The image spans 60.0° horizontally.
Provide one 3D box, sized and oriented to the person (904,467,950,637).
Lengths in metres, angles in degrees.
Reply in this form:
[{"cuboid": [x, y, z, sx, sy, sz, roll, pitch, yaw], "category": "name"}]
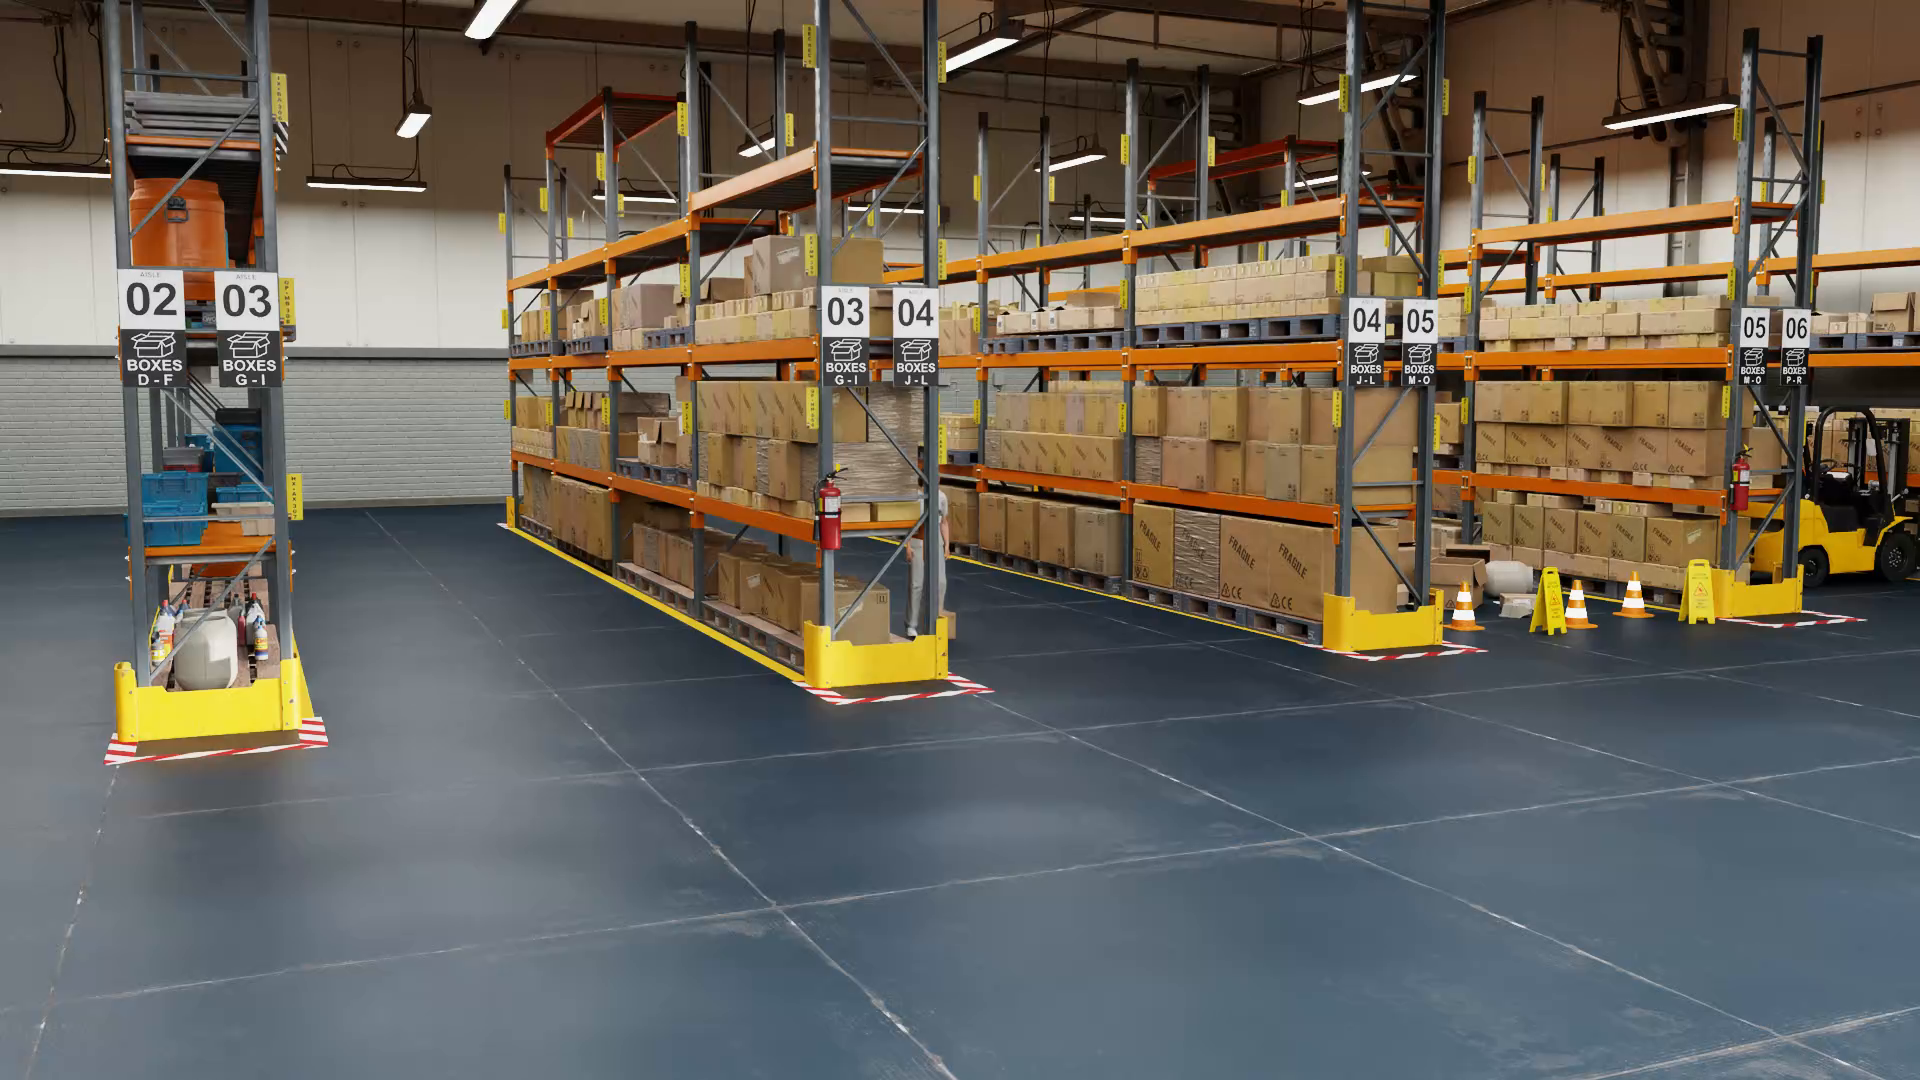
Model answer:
[{"cuboid": [-0.319, 0.087, 16.082, 0.495, 1.668, 0.364, -3, 6, -26], "category": "person"}]
